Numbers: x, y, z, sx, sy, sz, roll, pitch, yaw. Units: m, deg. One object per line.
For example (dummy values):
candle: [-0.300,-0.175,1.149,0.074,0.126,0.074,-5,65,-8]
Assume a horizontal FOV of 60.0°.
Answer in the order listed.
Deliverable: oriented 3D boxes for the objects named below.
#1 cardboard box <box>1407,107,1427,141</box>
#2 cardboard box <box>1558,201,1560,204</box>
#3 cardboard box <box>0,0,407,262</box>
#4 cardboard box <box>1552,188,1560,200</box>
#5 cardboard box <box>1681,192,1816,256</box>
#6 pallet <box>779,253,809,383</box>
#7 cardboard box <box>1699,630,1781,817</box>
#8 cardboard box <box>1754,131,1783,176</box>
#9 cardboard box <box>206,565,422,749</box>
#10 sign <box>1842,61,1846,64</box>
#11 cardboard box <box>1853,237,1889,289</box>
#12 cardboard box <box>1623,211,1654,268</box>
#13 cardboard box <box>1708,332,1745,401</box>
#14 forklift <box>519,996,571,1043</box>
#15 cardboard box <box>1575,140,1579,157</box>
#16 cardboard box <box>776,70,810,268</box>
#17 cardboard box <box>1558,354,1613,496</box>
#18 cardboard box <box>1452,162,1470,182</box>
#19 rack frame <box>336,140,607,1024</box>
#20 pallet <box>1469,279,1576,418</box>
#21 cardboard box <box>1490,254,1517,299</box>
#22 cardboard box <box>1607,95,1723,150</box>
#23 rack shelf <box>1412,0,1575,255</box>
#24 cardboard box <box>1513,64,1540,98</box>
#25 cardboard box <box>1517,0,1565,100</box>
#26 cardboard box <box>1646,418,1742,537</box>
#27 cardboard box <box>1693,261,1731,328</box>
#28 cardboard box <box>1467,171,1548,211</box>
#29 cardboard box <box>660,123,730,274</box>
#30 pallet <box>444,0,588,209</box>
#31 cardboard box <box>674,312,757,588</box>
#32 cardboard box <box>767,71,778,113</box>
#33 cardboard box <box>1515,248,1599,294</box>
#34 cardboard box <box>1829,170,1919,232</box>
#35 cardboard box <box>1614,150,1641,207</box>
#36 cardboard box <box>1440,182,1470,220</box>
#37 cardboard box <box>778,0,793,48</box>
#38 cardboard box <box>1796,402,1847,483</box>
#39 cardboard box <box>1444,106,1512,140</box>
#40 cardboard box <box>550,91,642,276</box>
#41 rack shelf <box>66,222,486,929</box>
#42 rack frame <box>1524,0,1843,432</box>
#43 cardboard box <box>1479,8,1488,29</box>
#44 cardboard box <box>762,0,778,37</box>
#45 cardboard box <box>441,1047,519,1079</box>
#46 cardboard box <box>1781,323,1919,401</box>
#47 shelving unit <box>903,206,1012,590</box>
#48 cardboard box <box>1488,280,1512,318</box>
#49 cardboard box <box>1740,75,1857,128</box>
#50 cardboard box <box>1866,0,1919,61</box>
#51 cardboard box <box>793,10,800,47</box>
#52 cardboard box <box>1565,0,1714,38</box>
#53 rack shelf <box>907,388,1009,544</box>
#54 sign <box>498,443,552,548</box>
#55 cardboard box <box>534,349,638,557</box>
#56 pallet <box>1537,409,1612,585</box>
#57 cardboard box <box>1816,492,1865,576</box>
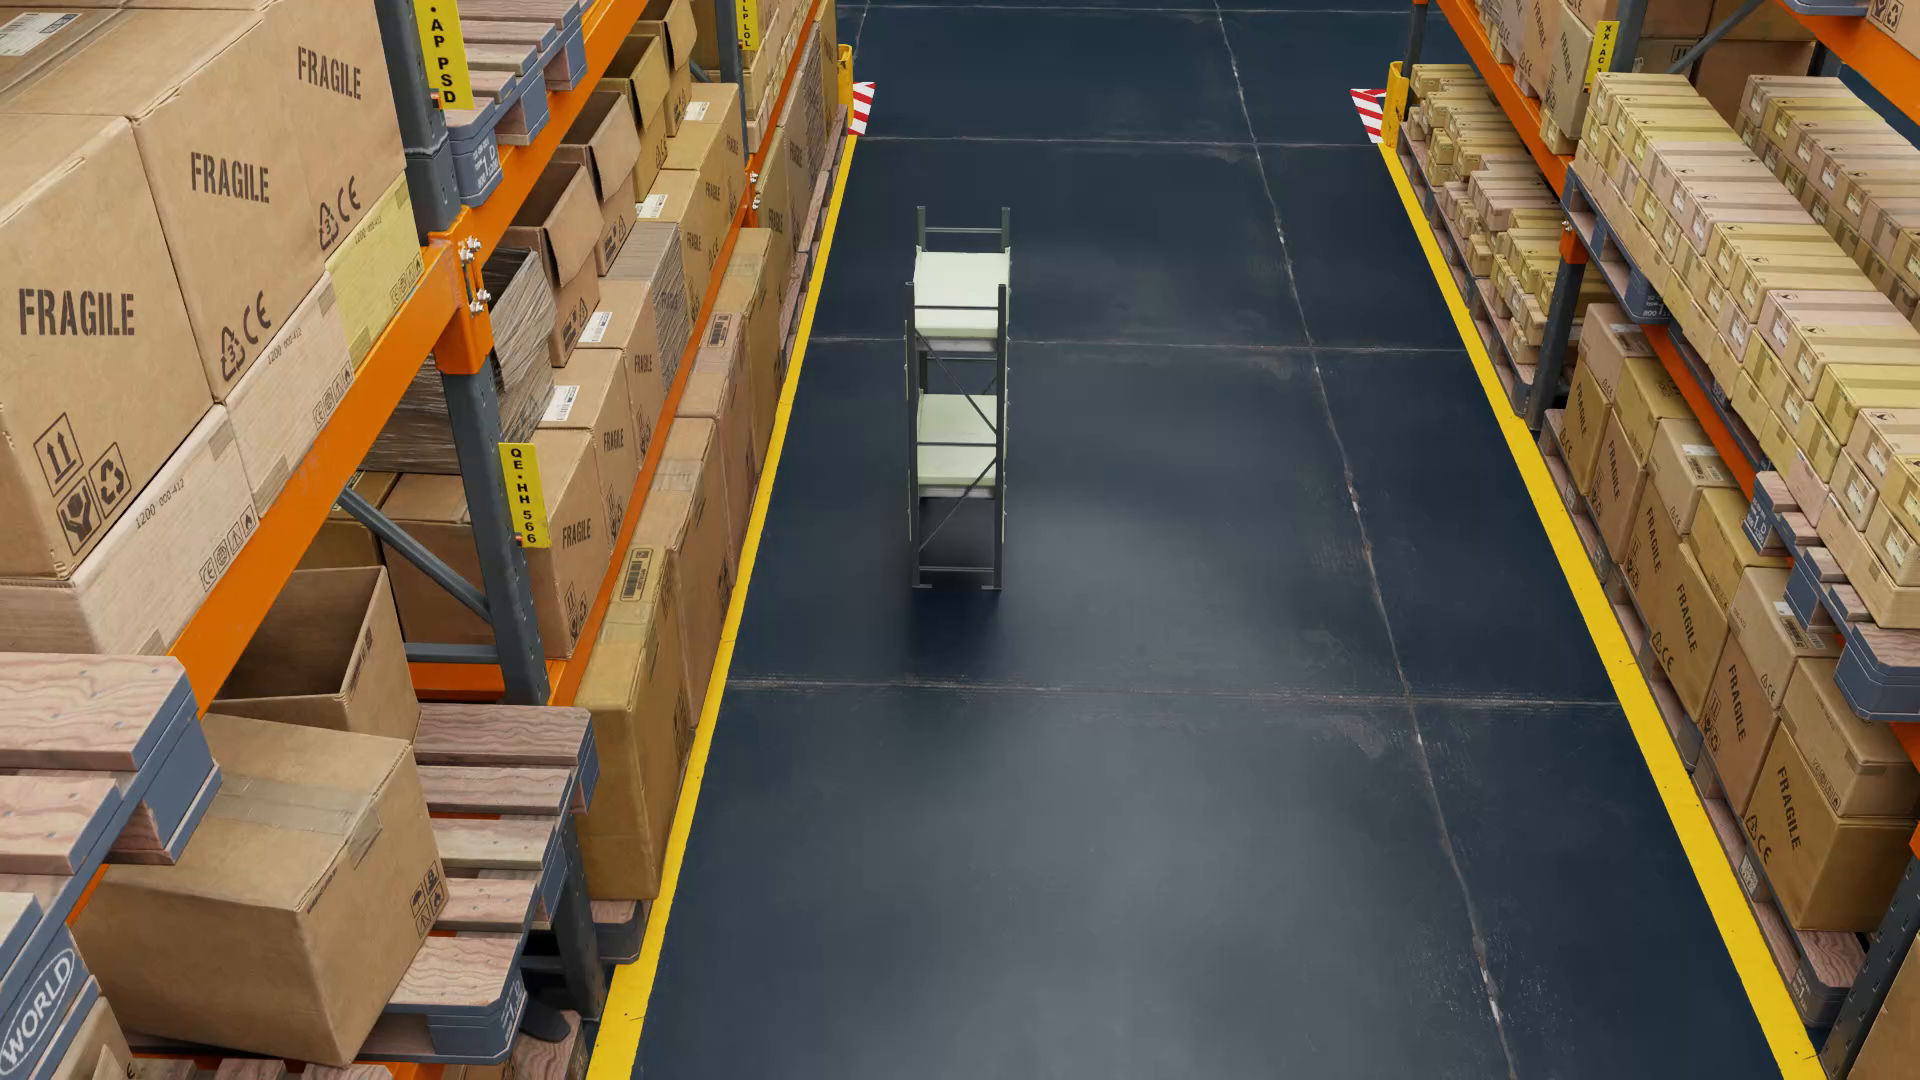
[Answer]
cardboard box: [3.246,-2.816,11.262,0.380,0.149,0.250,2,35,3]
cardboard box: [3.708,-1.912,9.976,0.380,0.149,0.250,2,35,3]
cardboard box: [-1.455,-0.873,3.253,0.500,0.500,0.500,2,35,3]
cardboard box: [3.795,-2.178,10.096,0.380,0.149,0.250,3,35,4]
cardboard box: [2.900,-1.160,6.127,0.380,0.149,0.250,3,35,4]
pallet: [-1.417,-1.273,9.377,1.003,0.211,1.213,1,35,2]
cardboard box: [3.056,0.661,6.010,0.500,0.500,0.500,3,35,4]
cardboard box: [3.598,-1.612,7.029,0.380,0.149,0.250,2,35,2]
cardboard box: [-1.668,0.418,4.094,0.500,0.500,0.500,-3,35,-4]
sign: [3.981,-2.269,7.362,0.100,0.325,0.005,1,35,2]
cardboard box: [3.558,-1.006,6.167,0.380,0.149,0.250,1,35,2]
cardboard box: [2.921,-1.212,6.719,0.380,0.149,0.250,2,35,2]
cardboard box: [2.883,-0.608,5.859,0.380,0.149,0.250,2,35,3]
forklift: [-2.685,0.233,4.870,3.031,2.935,1.130,19,39,24]
cardboard box: [3.204,-1.873,8.024,0.380,0.149,0.250,1,35,1]
cardboard box: [-1.383,-2.175,9.719,0.875,0.875,0.875,1,35,2]
cardboard box: [3.132,-0.536,7.713,0.500,0.500,0.500,3,35,4]
cardboard box: [3.286,-2.338,10.323,0.380,0.149,0.250,0,35,0]
rack frame: [-1.686,0.320,4.686,1.000,3.000,0.127,1,35,2]
pallet: [3.418,-1.052,9.063,1.003,0.211,1.213,1,35,2]
cardboard box: [3.113,-1.431,9.033,0.380,0.149,0.250,0,35,0]
cardboard box: [2.946,-1.742,6.956,0.380,0.149,0.250,2,35,3]
rack shelf: [3.507,-2.661,9.553,1.077,0.370,4.000,1,35,2]
cardboard box: [3.192,-2.479,8.888,0.380,0.149,0.250,0,35,0]
cardboard box: [3.186,-2.551,8.426,0.500,0.500,0.500,0,35,1]
cardboard box: [3.089,-0.244,6.645,0.500,0.250,0.500,3,35,4]
cardboard box: [2.890,-0.882,5.991,0.380,0.149,0.250,1,35,1]
cardboard box: [3.160,-2.016,9.607,0.380,0.149,0.250,0,35,0]
cardboard box: [-1.298,-1.460,7.132,0.500,0.500,0.500,2,35,3]
pallet: [-1.713,-1.201,4.406,1.213,0.211,1.003,3,35,4]
cardboard box: [-1.566,-0.399,7.192,1.225,0.875,0.875,0,35,0]
cardboard box: [-1.161,-2.340,8.690,0.380,0.149,0.250,2,35,3]
cardboard box: [3.151,-1.413,8.748,0.380,0.149,0.250,2,35,2]
cardboard box: [3.559,-1.288,6.310,0.380,0.149,0.250,0,35,0]
cardboard box: [2.933,-1.484,6.847,0.380,0.149,0.250,2,35,3]
cardboard box: [3.183,-2.086,10.224,0.380,0.149,0.250,0,35,0]
cardboard box: [-1.205,-2.886,9.119,0.500,0.250,0.500,2,35,3]
cardboard box: [2.848,-0.297,5.159,0.380,0.149,0.250,2,35,3]
cardboard box: [3.270,-2.612,10.455,0.380,0.149,0.250,0,35,0]
cardboard box: [-1.591,-1.311,6.047,0.797,0.503,0.637,2,35,3]
rack shelf: [-1.767,0.536,2.396,1.077,0.370,4.000,1,35,2]
rack frame: [3.426,-1.806,7.711,1.000,3.000,0.127,1,35,2]
cardboard box: [3.266,-3.074,9.733,0.380,0.149,0.250,1,35,1]
cardboard box: [-1.223,-2.898,8.484,0.500,0.500,0.500,1,35,2]
cardboard box: [-1.693,1.548,4.730,0.700,0.500,0.500,0,35,-1]
cardboard box: [2.857,-0.560,5.275,0.380,0.149,0.250,2,35,3]
shelving unit: [0.000,-0.610,7.313,0.431,1.500,0.755,1,35,2]
cardboard box: [3.142,-1.345,9.169,0.380,0.149,0.250,0,35,0]
cardboard box: [3.605,-1.883,7.157,0.380,0.149,0.250,3,35,4]
cardboard box: [3.066,-1.684,4.842,0.500,0.500,0.500,1,35,2]
cardboard box: [-1.120,-2.934,9.534,0.380,0.149,0.250,0,35,1]
cardboard box: [3.175,-2.654,7.702,0.500,0.500,0.500,0,35,0]
rack shelf: [0.000,-0.343,7.501,0.431,0.370,0.720,1,35,2]
sign: [-1.144,-0.114,4.366,0.100,0.325,0.005,1,35,2]
cardboard box: [-1.376,-0.290,5.468,0.500,0.500,0.500,0,35,1]
pallet: [3.397,-0.218,7.876,1.003,0.211,1.213,1,35,2]
cardboard box: [2.838,-0.013,5.014,0.380,0.149,0.250,1,35,2]
